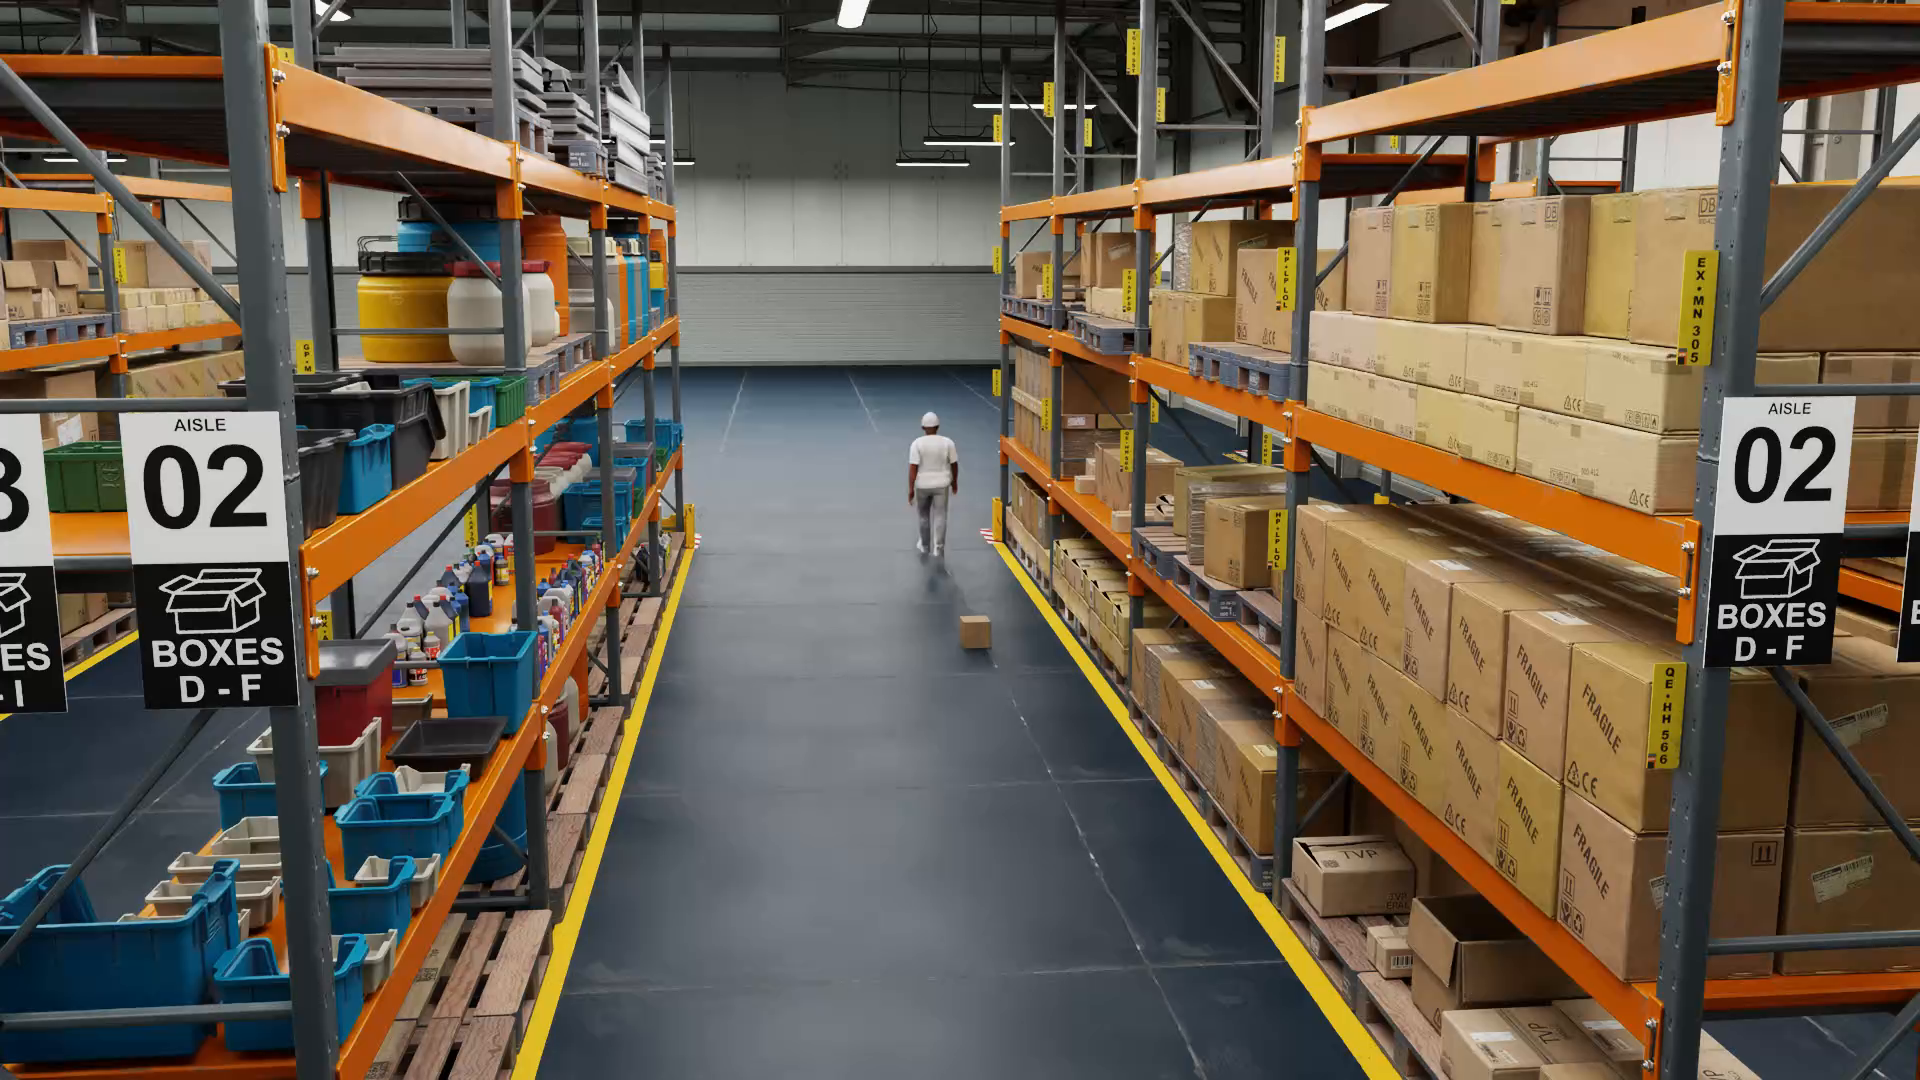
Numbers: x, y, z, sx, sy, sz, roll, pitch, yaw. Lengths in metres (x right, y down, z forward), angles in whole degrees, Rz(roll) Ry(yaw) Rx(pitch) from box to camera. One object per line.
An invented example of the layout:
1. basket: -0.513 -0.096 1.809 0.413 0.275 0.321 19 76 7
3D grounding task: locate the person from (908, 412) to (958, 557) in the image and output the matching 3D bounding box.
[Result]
1. person: -0.312 -0.649 19.569 0.587 1.728 1.025 0 10 0
